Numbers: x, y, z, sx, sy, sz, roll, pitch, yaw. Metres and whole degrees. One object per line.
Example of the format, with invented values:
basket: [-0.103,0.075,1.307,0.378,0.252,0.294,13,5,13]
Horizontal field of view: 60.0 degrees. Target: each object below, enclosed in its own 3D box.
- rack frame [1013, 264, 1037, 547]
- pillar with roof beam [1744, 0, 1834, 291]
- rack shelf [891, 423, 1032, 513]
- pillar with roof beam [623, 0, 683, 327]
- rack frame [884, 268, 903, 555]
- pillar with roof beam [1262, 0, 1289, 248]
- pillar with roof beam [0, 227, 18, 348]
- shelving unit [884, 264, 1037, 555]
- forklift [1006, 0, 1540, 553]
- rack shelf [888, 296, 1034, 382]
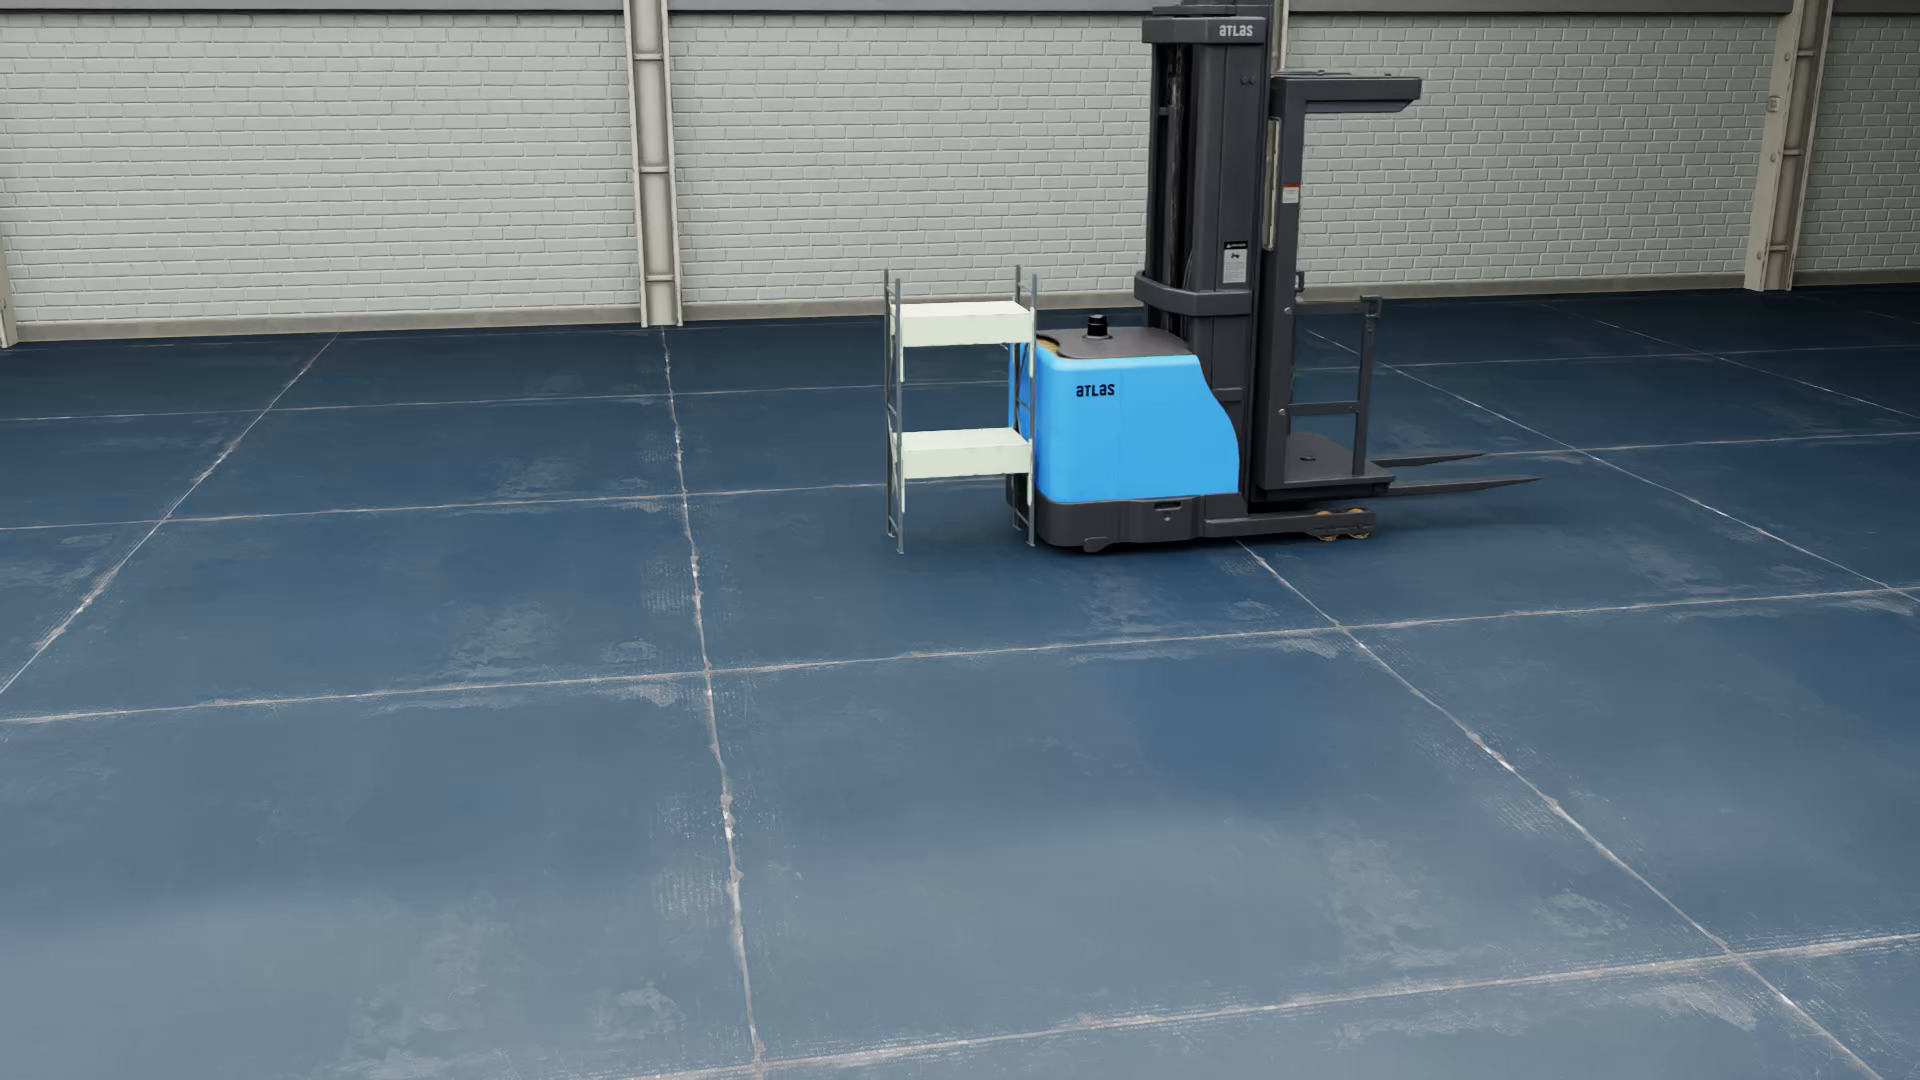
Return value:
rack frame: [0.355,-0.738,9.161,0.023,1.500,0.400,-4,17,-11]
pillar with roof beam: [9.705,-5.829,12.964,0.400,9.000,9.100,-3,17,-10]
rack shelf: [-0.003,-0.405,9.185,0.720,0.370,0.431,-4,17,-11]
pillar with roof beam: [-2.077,-5.161,10.788,0.400,9.000,9.100,-3,17,-10]
rack frame: [-0.361,-0.694,9.018,0.023,1.500,0.400,-4,17,-11]
pillar with roof beam: [3.814,-5.495,11.876,0.400,9.000,9.100,-3,17,-10]
pillar with roof beam: [-7.968,-4.827,9.700,0.400,9.000,9.100,-3,17,-10]
shelving unit: [-0.003,-0.716,9.090,0.755,1.500,0.431,-4,17,-11]
forklift: [1.845,-1.542,9.339,3.031,2.935,1.130,-4,18,-13]
rack shelf: [-0.003,-1.089,8.975,0.720,0.370,0.431,-4,17,-11]
